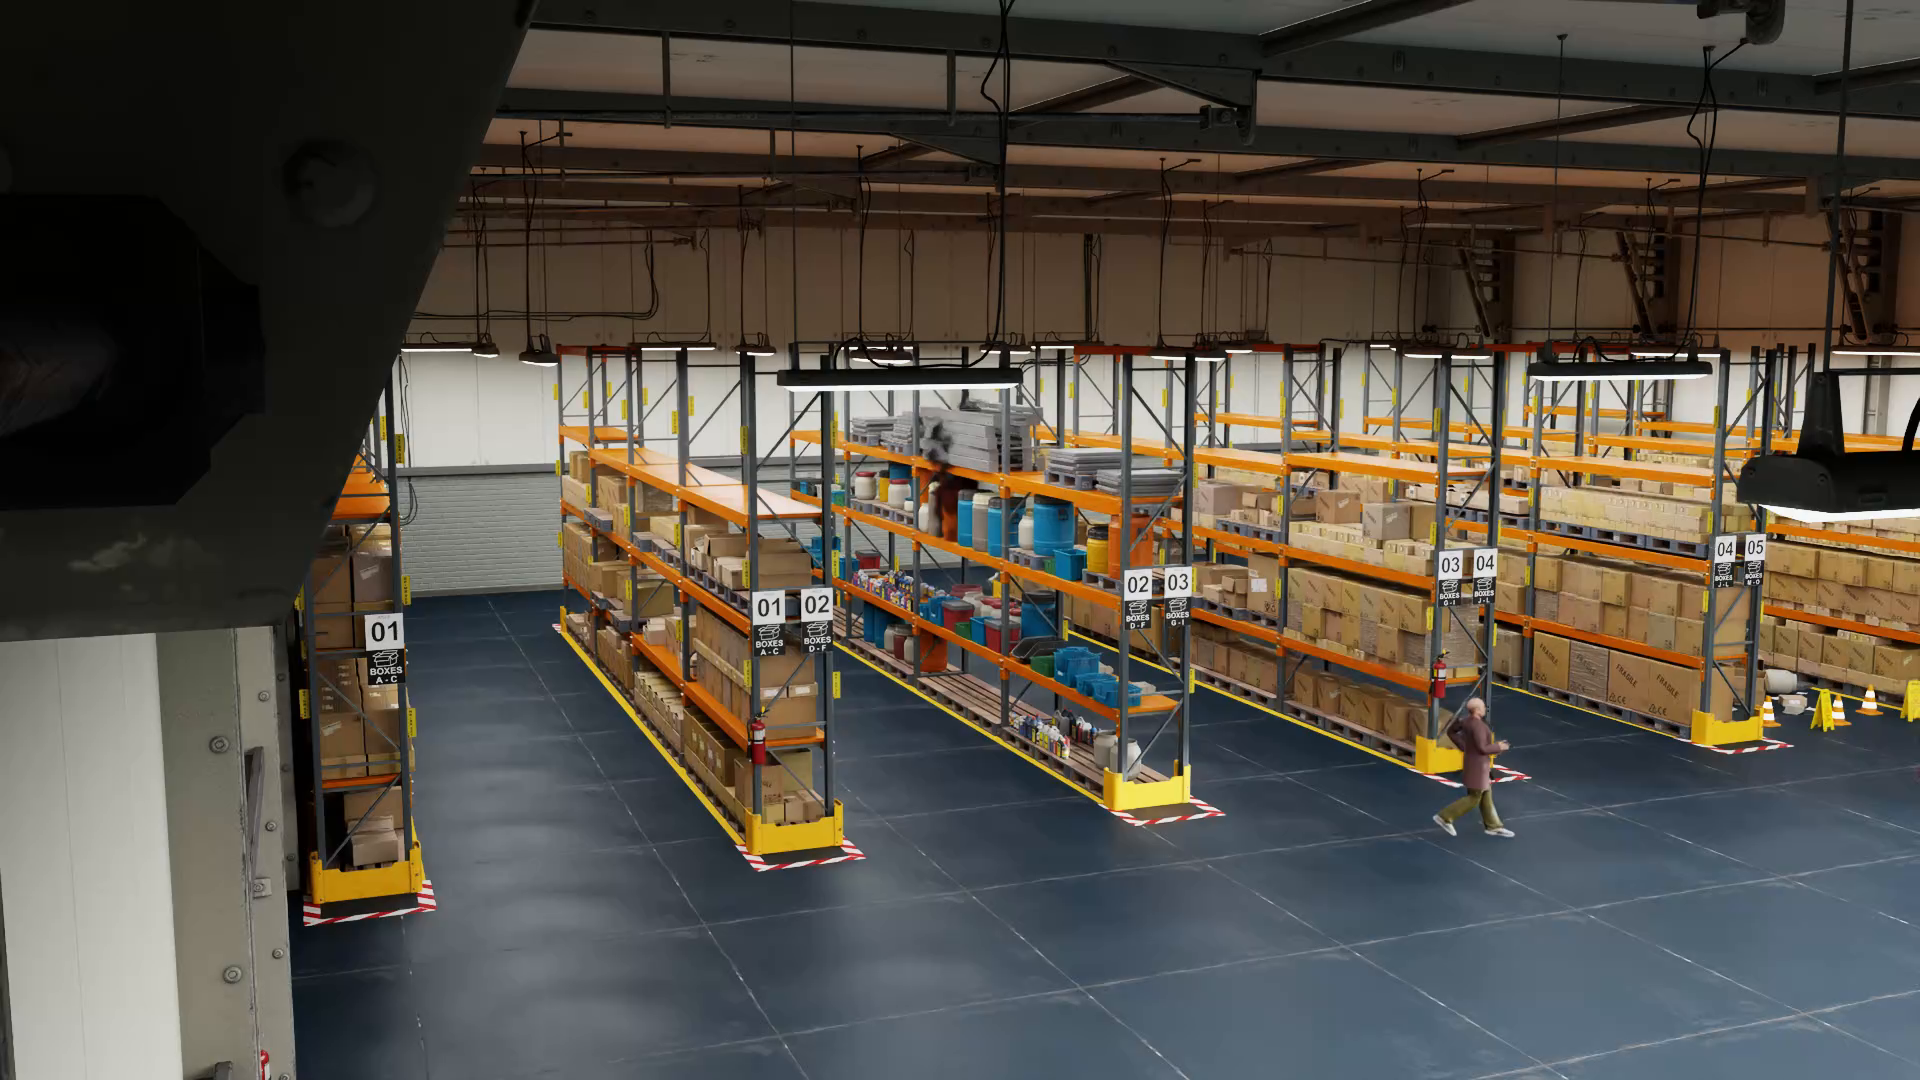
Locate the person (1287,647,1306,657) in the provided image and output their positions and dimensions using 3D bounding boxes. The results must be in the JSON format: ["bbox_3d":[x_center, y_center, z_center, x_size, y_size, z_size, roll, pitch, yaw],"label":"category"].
[{"bbox_3d":[6.543,1.435,32.220,0.553,1.699,0.681,-4,8,-29],"label":"person"}]

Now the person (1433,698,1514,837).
[{"bbox_3d":[6.369,2.819,20.534,1.049,1.769,0.707,0,7,0],"label":"person"}]

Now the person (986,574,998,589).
[{"bbox_3d":[0.968,0.440,39.623,0.732,1.754,0.672,1,7,7],"label":"person"}]
